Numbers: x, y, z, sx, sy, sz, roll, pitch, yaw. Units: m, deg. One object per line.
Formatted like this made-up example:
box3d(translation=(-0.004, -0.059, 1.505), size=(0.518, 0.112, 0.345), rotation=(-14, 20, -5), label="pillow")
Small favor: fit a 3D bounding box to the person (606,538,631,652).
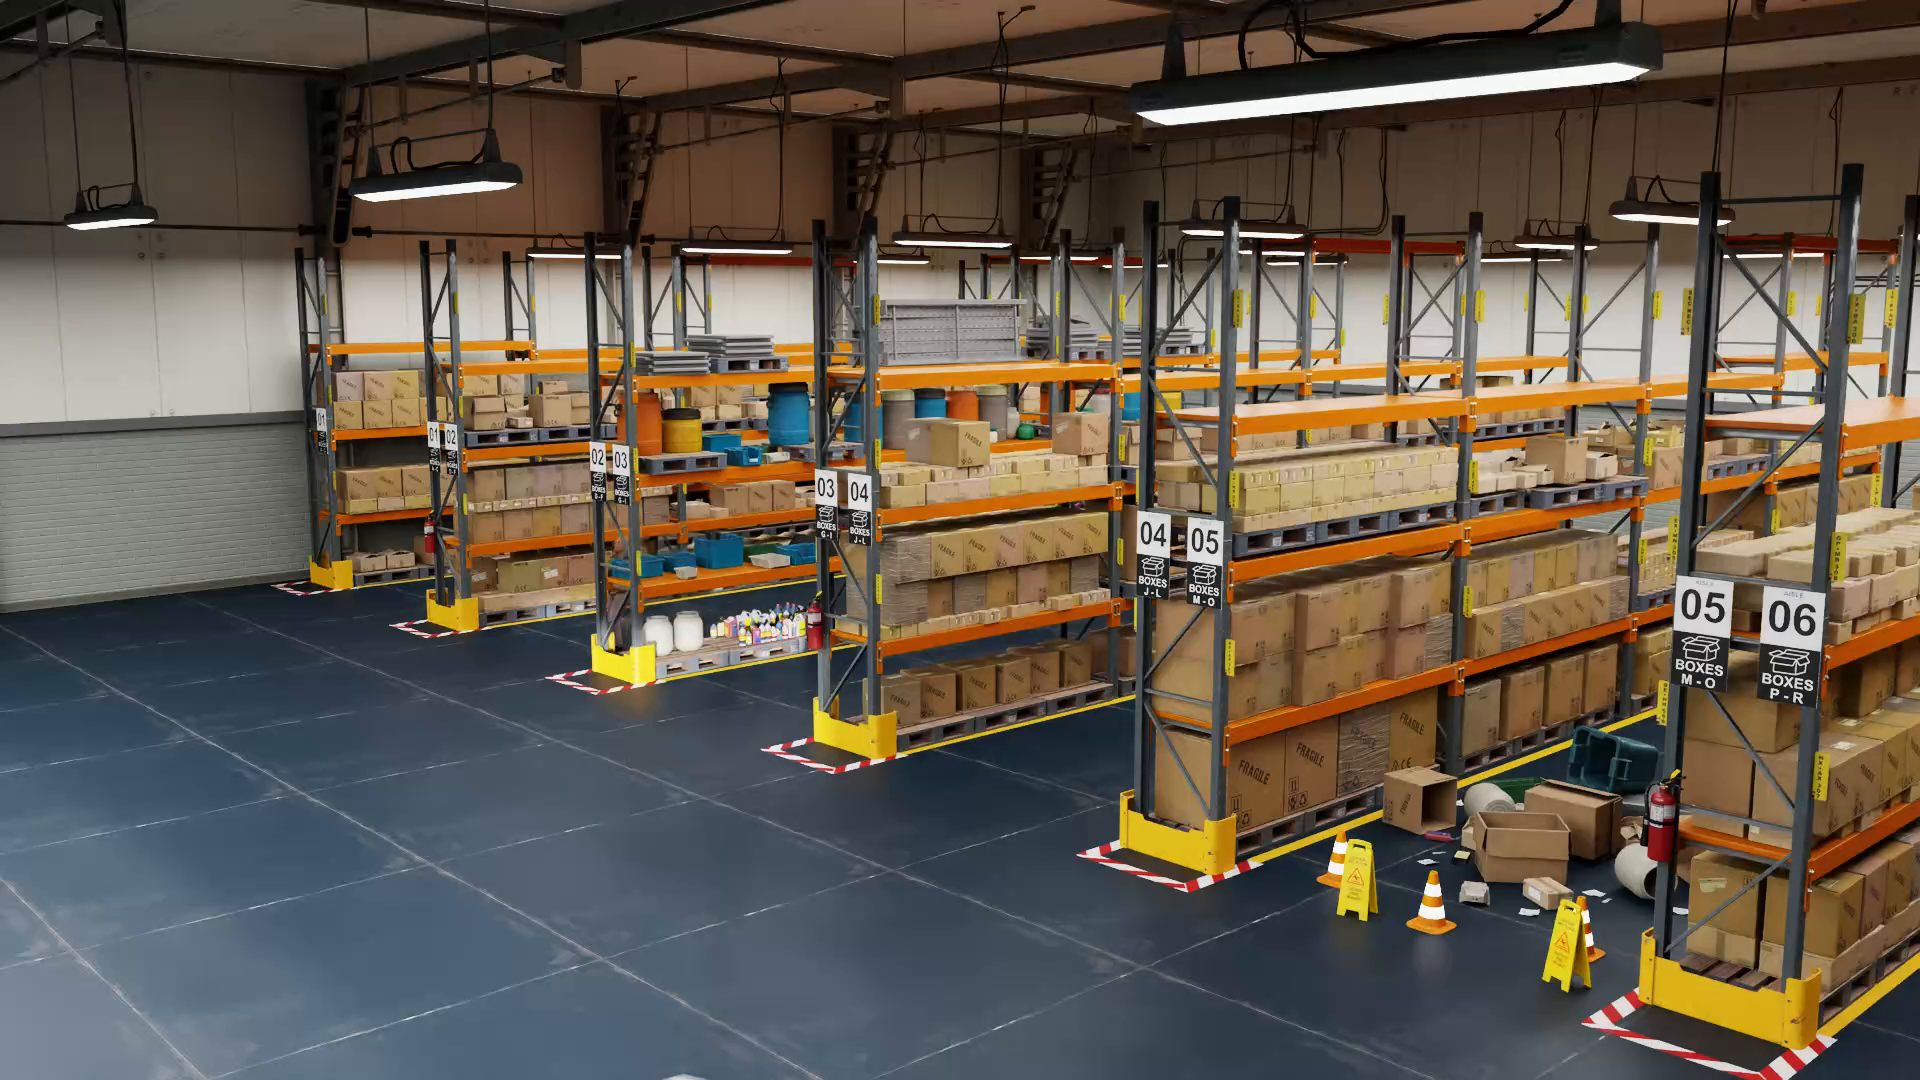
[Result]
box3d(translation=(-4.962, 0.792, 24.261), size=(0.650, 1.660, 0.602), rotation=(7, 11, 41), label="person")
